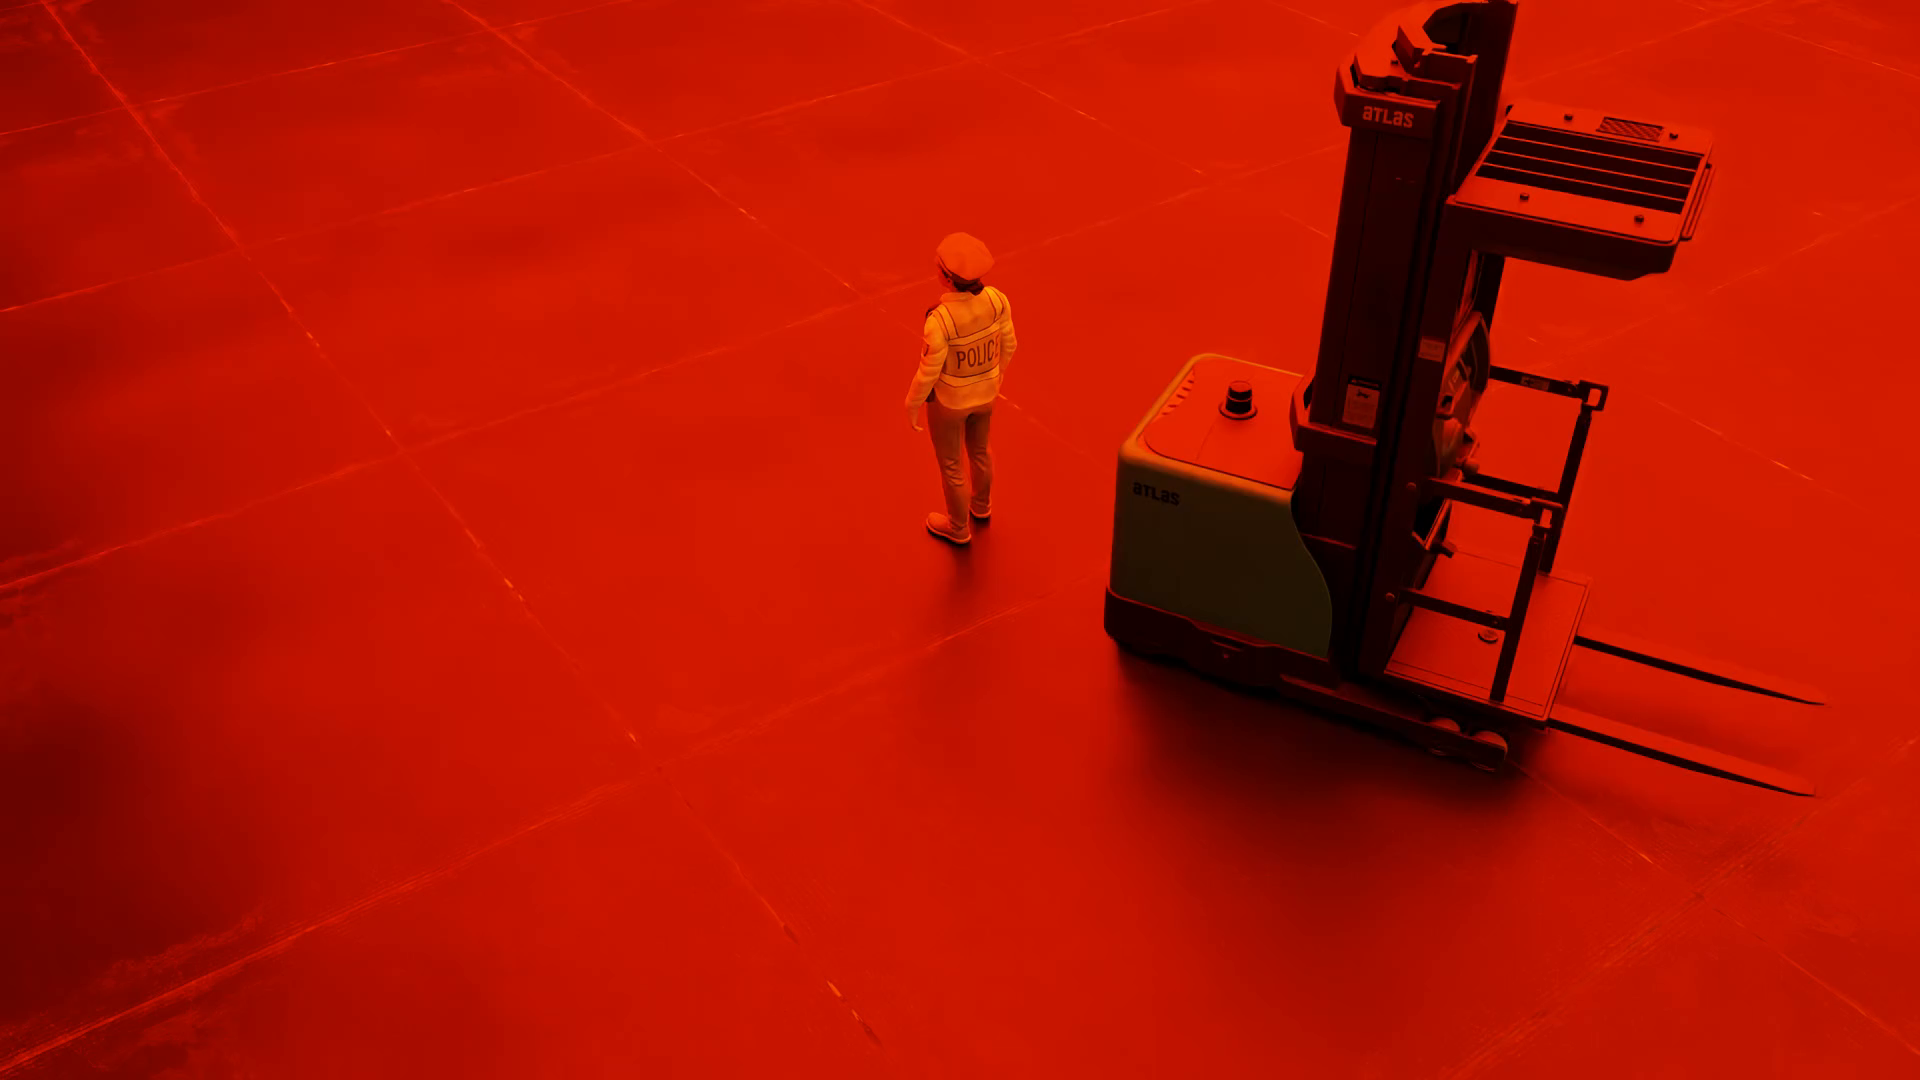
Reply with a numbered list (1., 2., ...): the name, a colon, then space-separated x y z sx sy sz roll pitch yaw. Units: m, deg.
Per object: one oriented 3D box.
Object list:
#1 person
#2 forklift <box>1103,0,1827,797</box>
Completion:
1. person: -0.034 -0.723 7.950 0.587 1.694 0.530 -23 42 -28
2. forklift: 2.218 -0.561 6.704 3.031 2.935 1.130 17 40 21
